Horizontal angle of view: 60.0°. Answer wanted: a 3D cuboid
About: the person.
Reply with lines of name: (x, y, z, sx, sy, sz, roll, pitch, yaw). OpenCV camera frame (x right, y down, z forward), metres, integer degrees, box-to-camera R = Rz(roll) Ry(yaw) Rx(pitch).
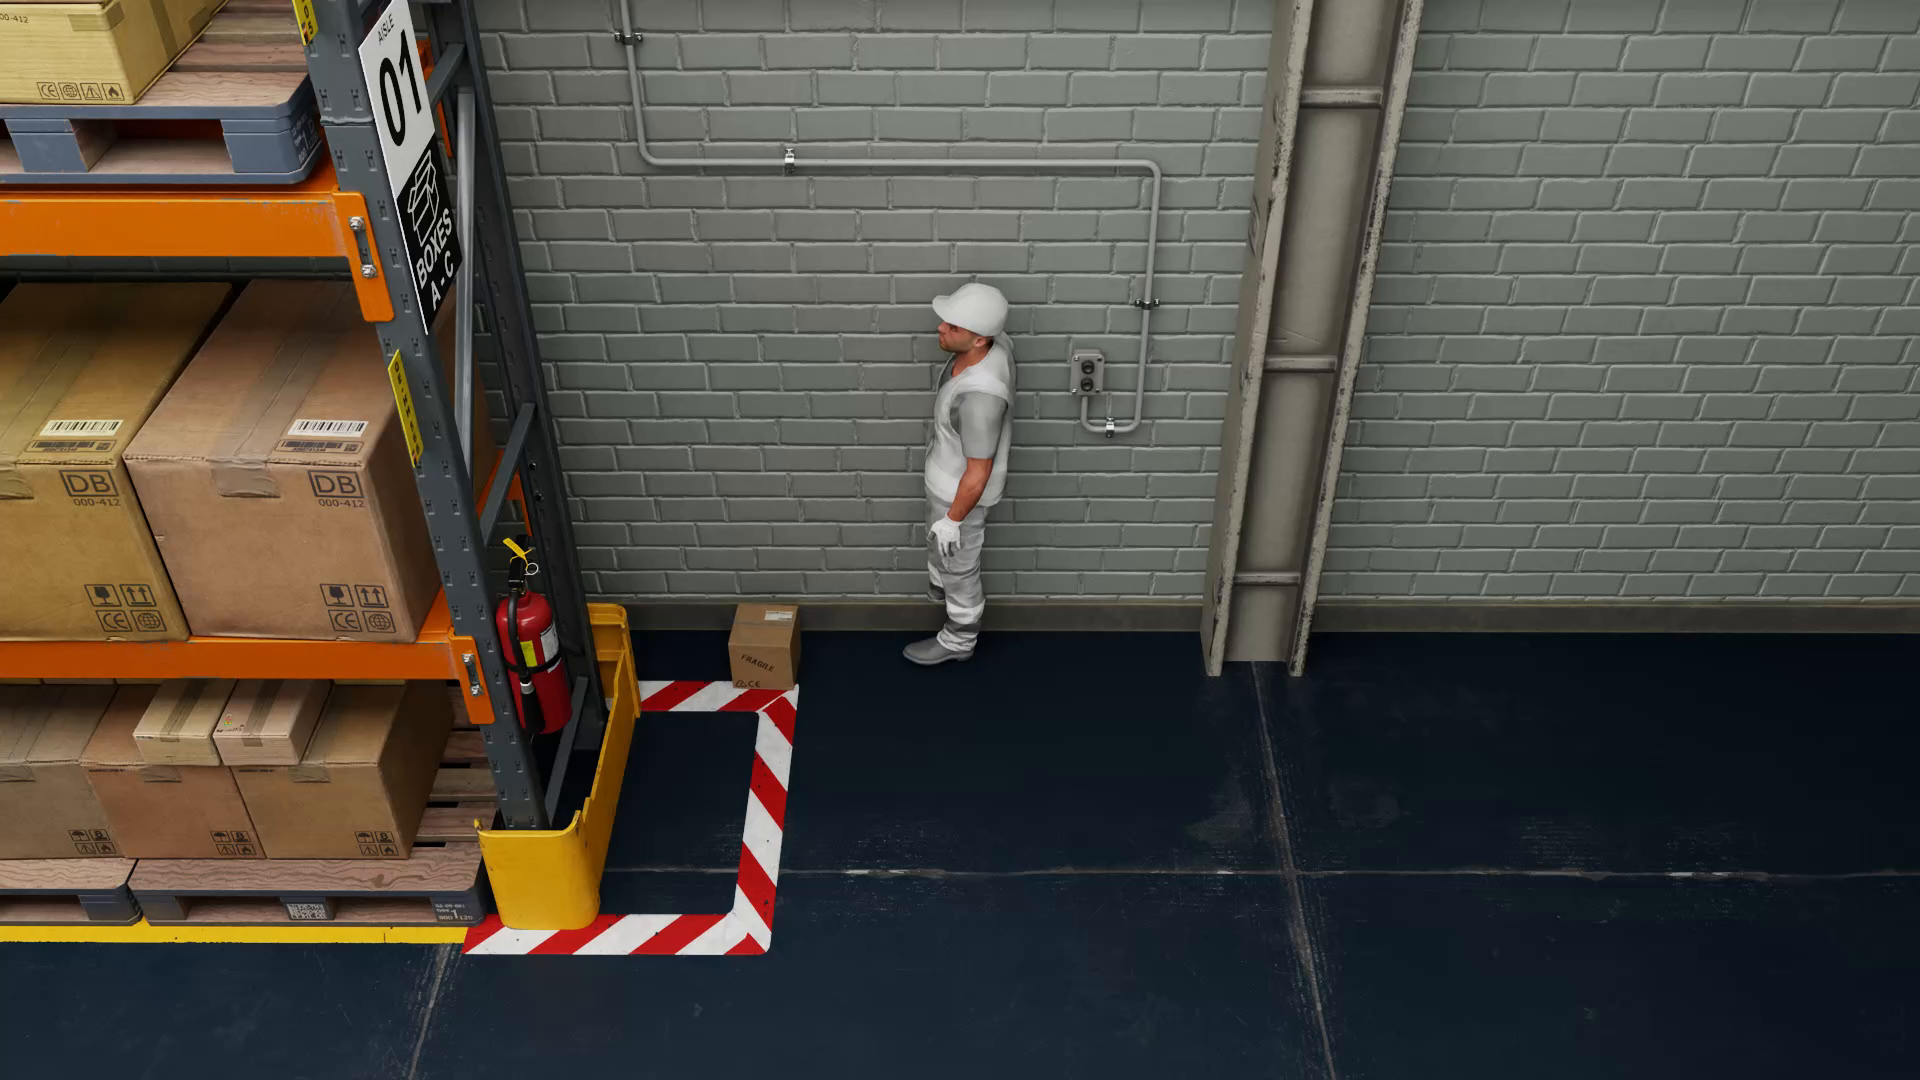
person: (-0.074, -0.230, 6.402, 0.563, 1.789, 0.637, 1, 39, 1)
